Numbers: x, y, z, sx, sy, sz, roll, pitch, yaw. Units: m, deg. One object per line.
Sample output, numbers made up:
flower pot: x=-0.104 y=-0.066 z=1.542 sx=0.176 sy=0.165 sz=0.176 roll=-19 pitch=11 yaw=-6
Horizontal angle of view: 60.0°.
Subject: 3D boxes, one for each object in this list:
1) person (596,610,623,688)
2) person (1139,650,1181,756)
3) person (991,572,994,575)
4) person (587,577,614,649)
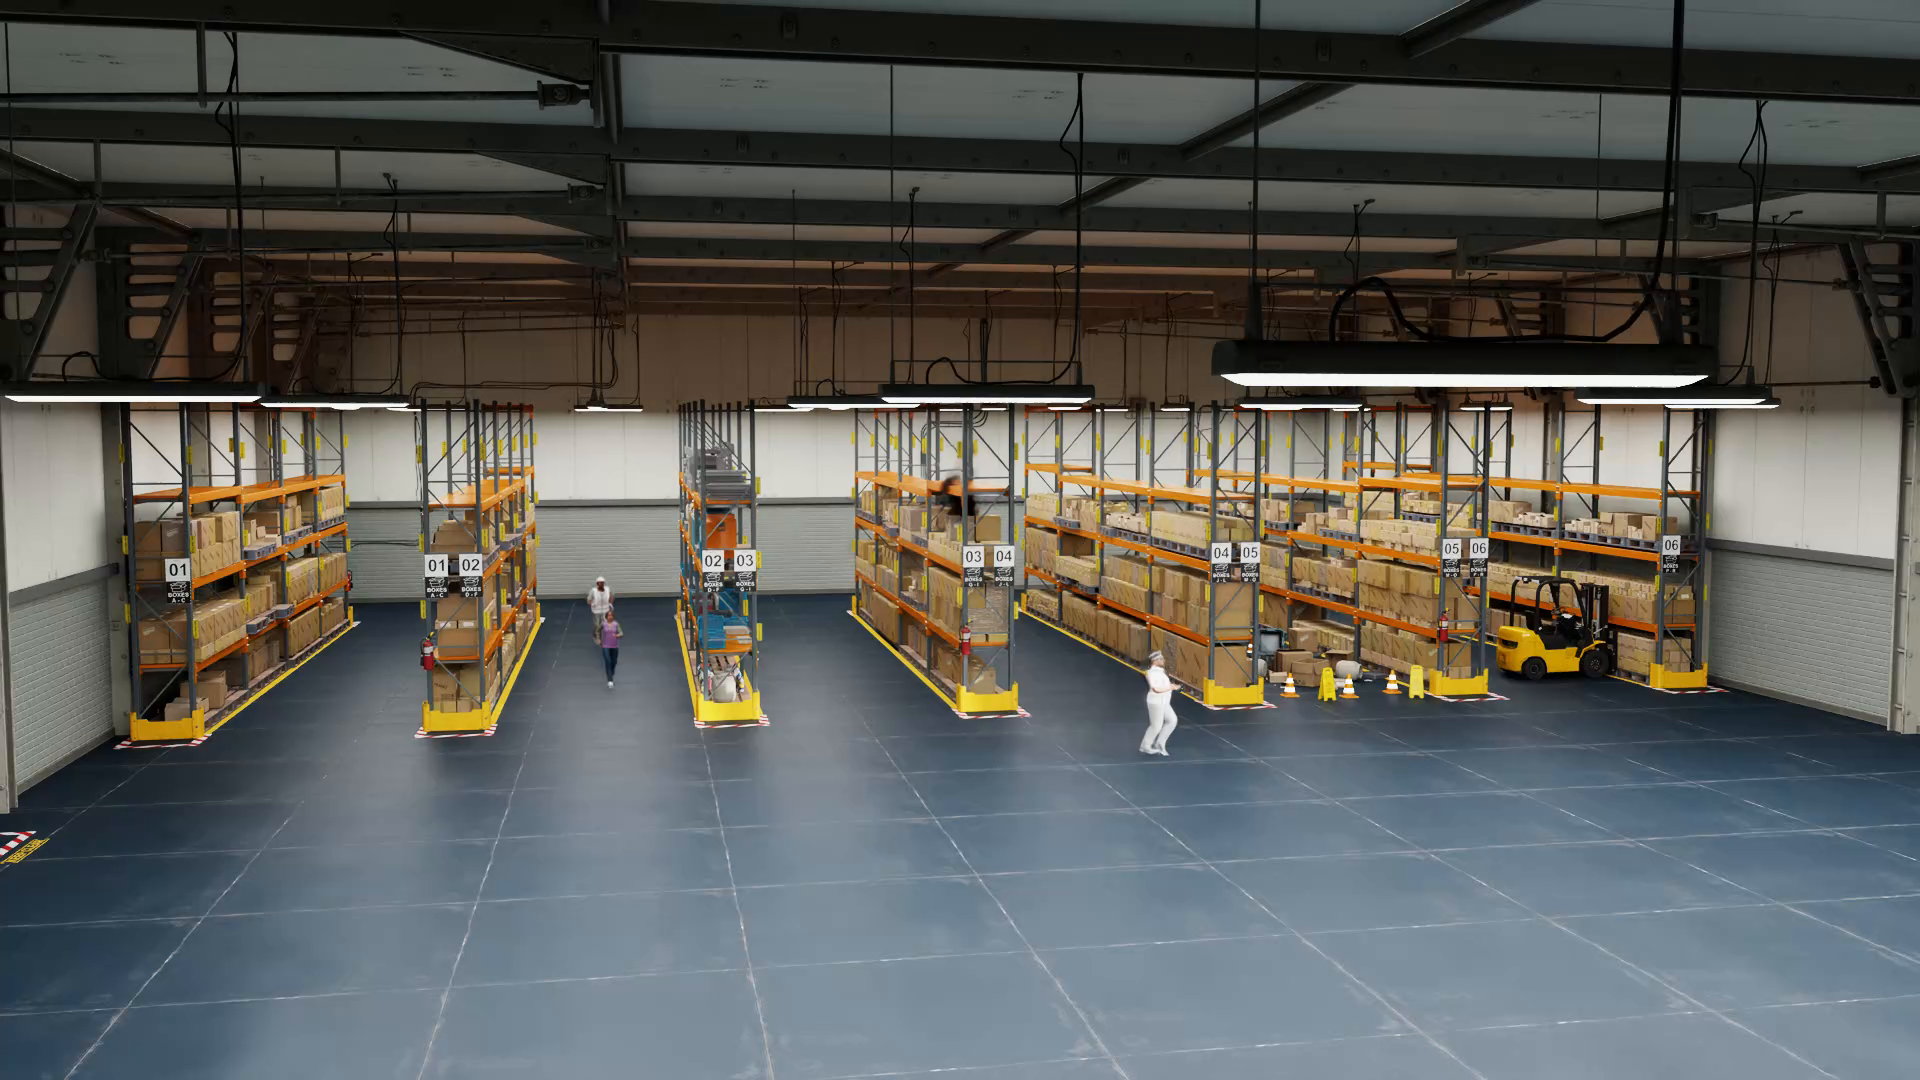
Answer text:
person: x=-7.355 y=2.267 z=34.946 sx=0.534 sy=1.590 sz=0.876 roll=-2 pitch=5 yaw=-22
person: x=3.366 y=2.751 z=27.854 sx=0.696 sy=1.826 sz=0.641 roll=1 pitch=5 yaw=19
person: x=0.665 y=1.247 z=48.096 sx=0.789 sy=1.741 sz=0.943 roll=1 pitch=5 yaw=17
person: x=-8.769 y=1.769 z=40.570 sx=0.663 sy=1.773 sz=0.967 roll=-2 pitch=5 yaw=-22
